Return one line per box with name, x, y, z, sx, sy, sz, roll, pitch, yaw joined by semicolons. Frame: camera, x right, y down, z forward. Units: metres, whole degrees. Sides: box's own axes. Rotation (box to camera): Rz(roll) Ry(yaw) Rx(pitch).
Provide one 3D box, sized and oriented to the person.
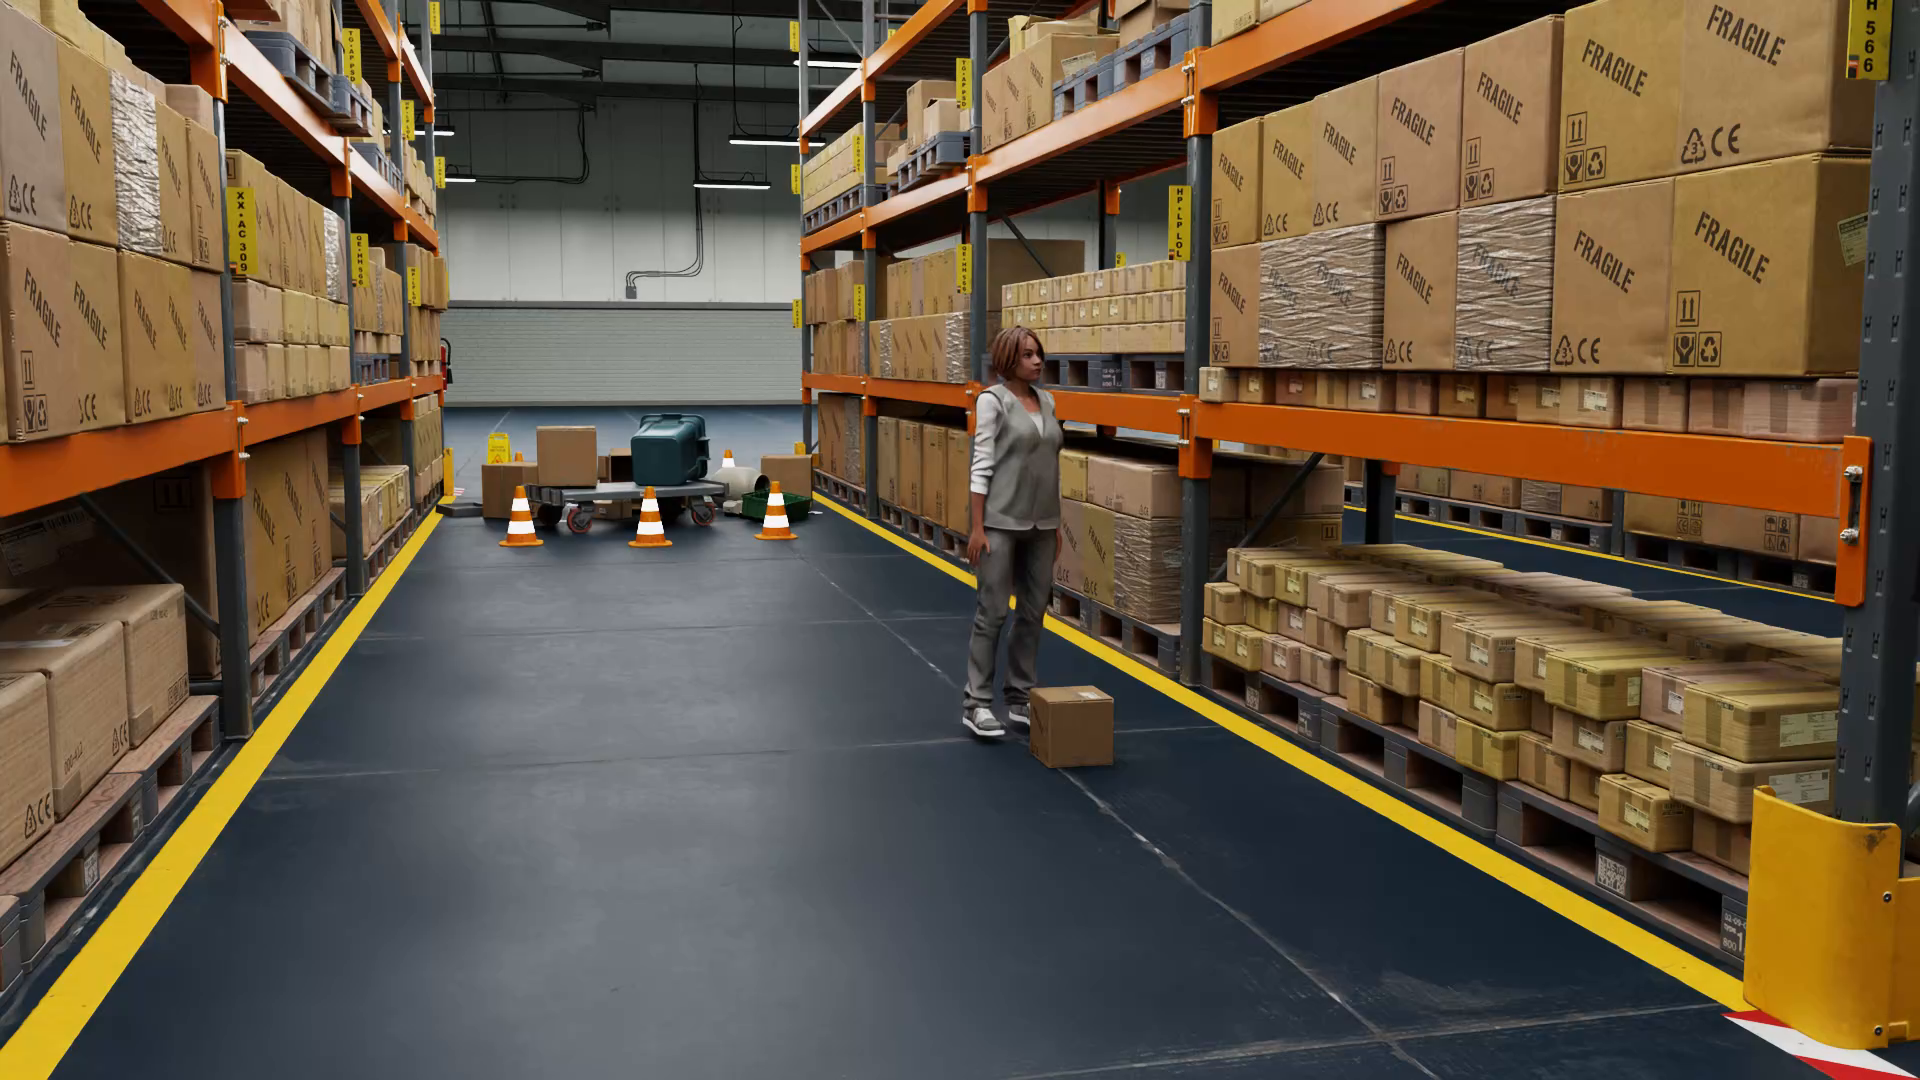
person;0.221;-0.040;6.551;0.456;1.599;0.328;-4;8;-32
